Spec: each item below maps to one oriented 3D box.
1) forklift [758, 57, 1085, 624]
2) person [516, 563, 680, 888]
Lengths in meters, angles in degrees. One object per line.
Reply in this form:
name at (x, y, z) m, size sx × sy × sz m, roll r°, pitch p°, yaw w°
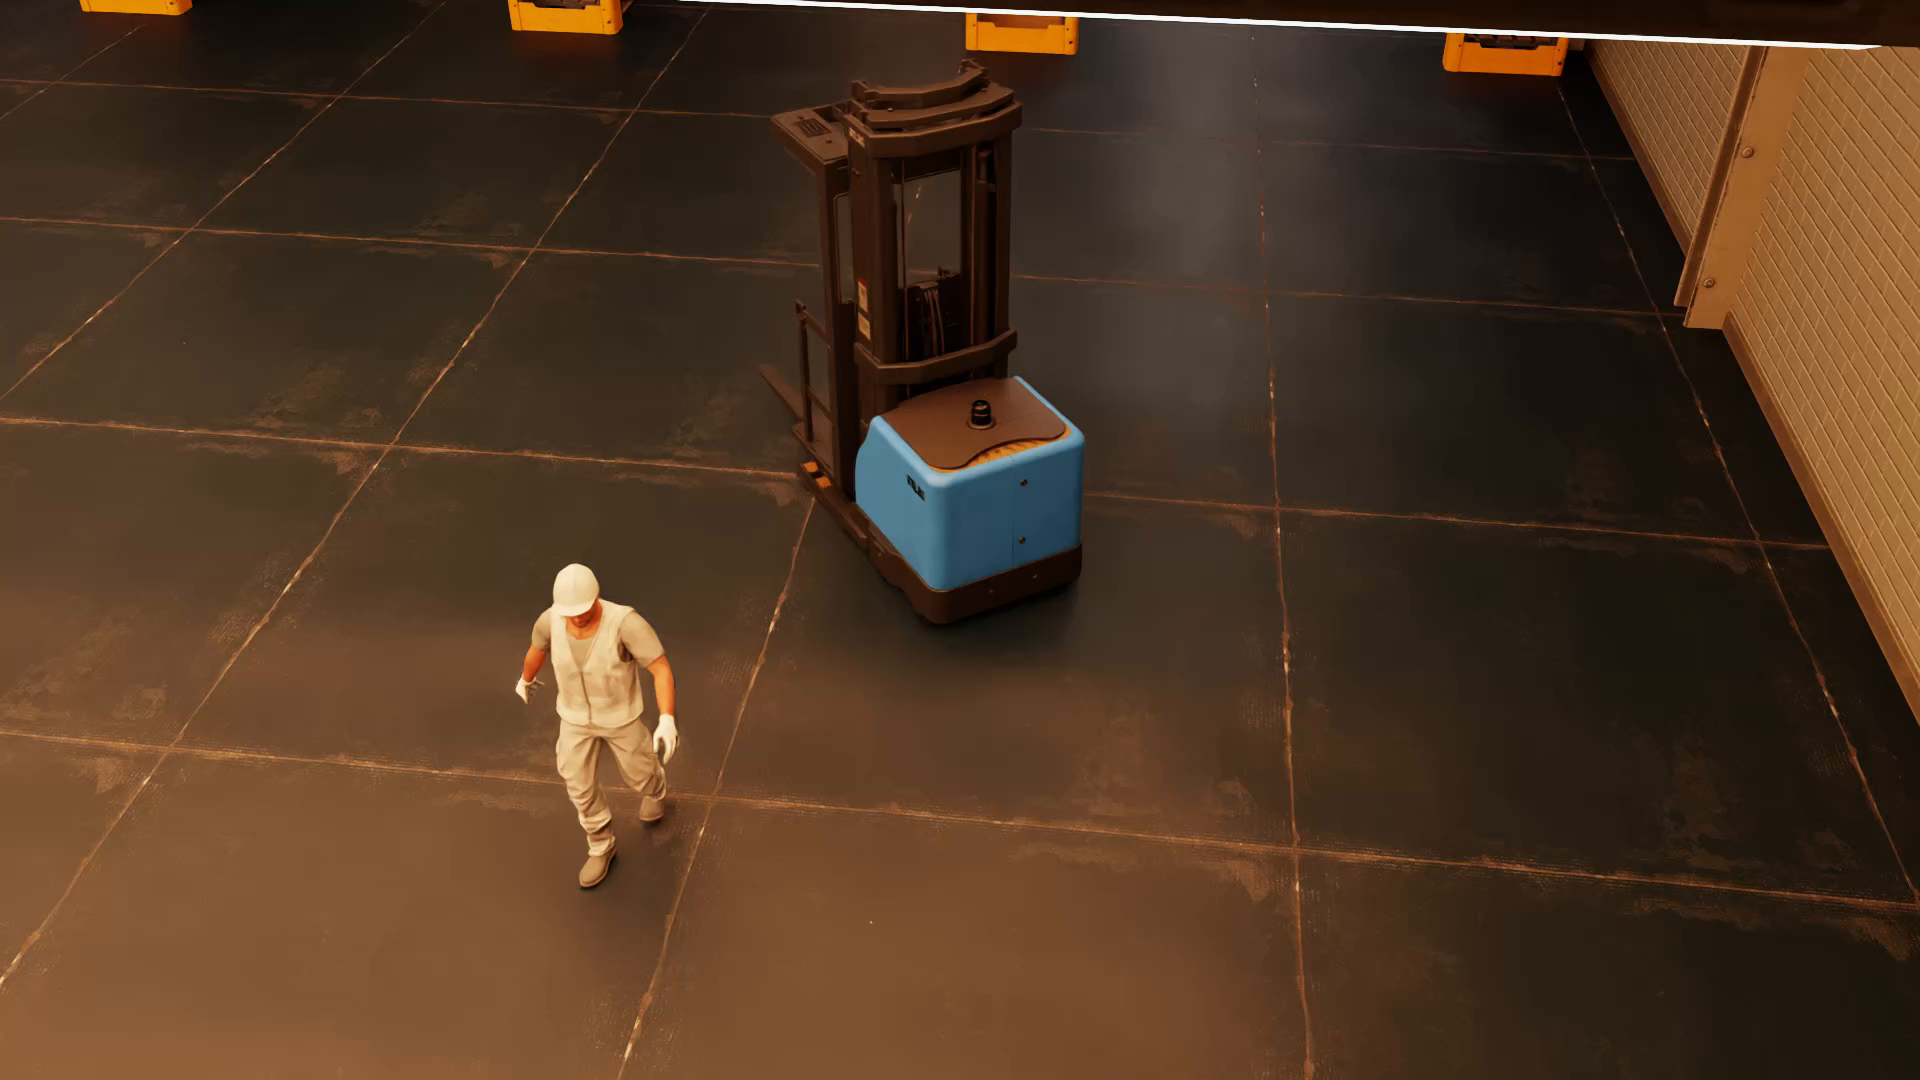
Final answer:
forklift at (-0.416, -1.546, 10.126) m, size 1.130 × 2.935 × 3.031 m, roll -18°, pitch 40°, yaw -23°
person at (-1.712, 0.831, 7.888) m, size 0.916 × 1.762 × 0.715 m, roll 3°, pitch 37°, yaw 4°
